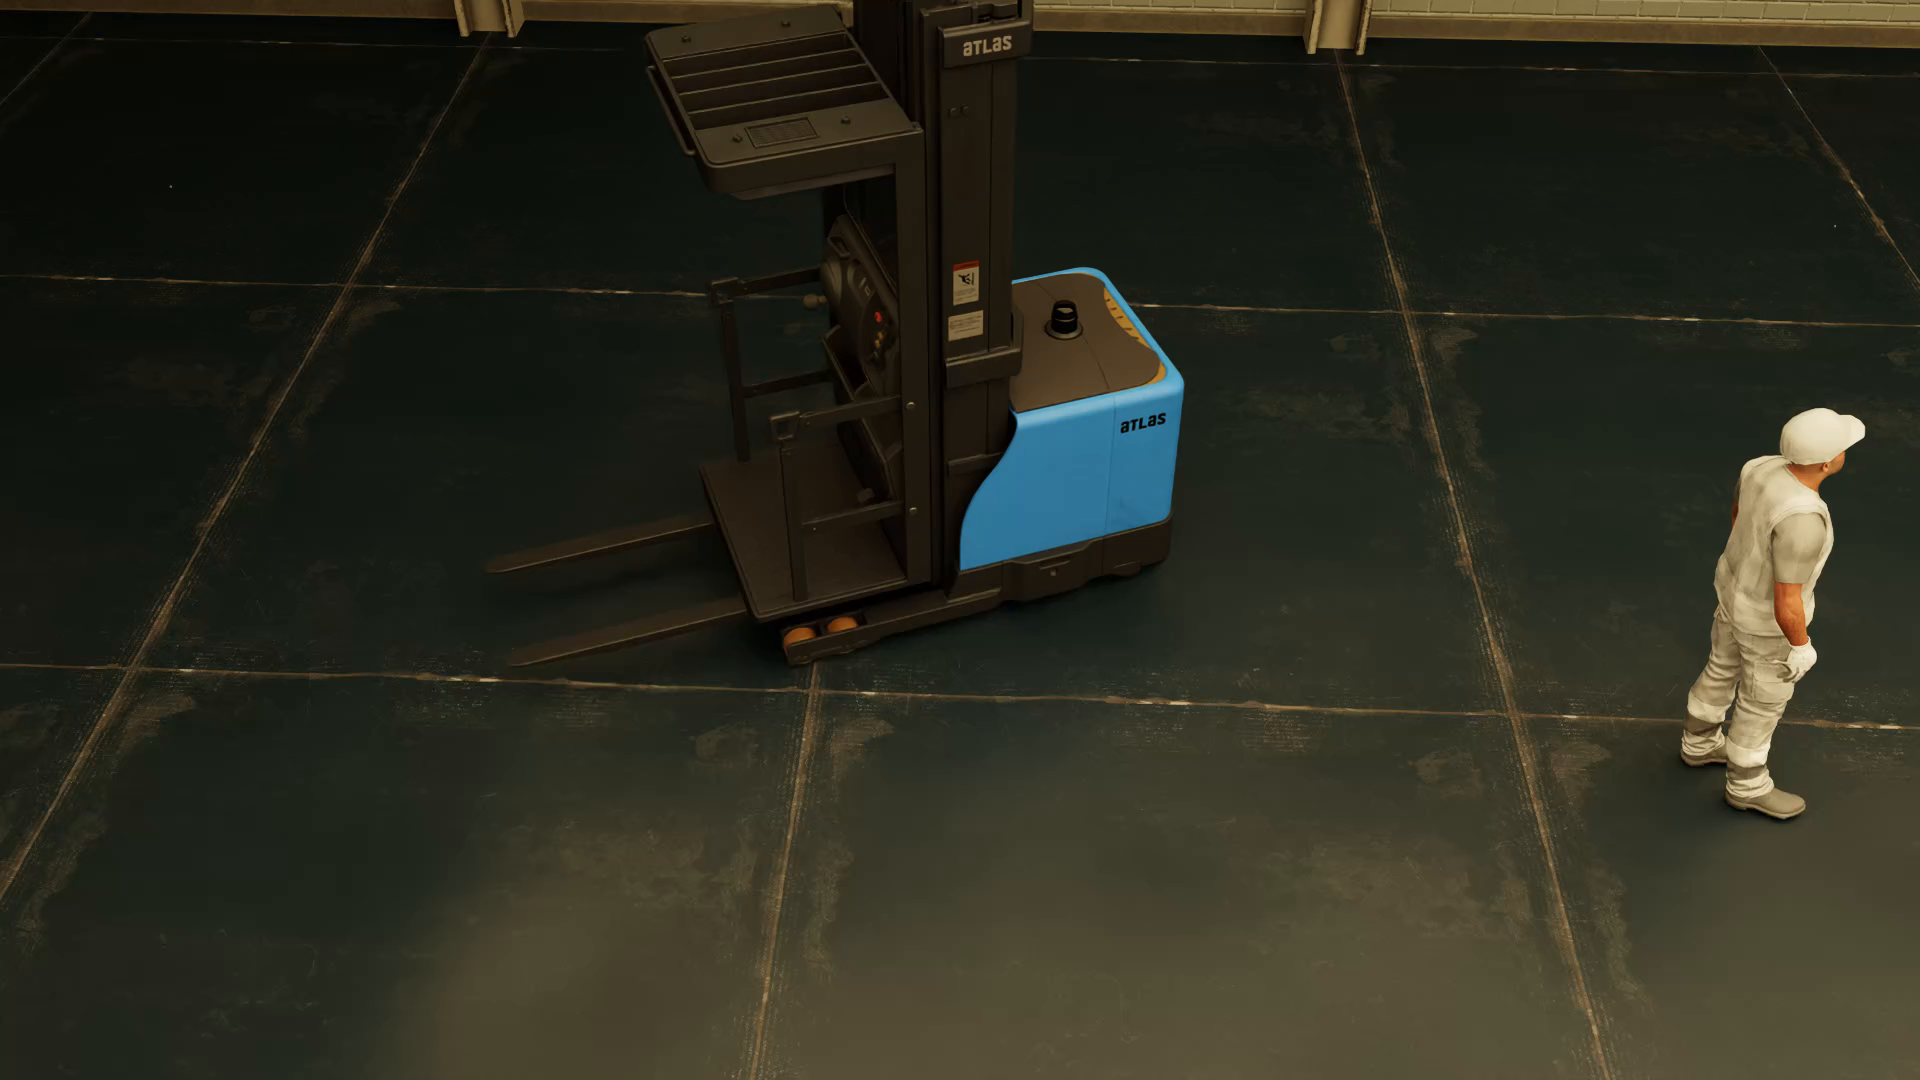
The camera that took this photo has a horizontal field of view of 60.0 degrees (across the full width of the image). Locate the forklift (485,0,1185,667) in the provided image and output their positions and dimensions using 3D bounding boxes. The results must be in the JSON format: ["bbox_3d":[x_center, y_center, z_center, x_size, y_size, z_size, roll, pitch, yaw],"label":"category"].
[{"bbox_3d":[-0.597,-0.940,6.771,3.031,2.935,1.130,-13,44,-14],"label":"forklift"}]

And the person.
[{"bbox_3d":[3.123,0.255,6.299,0.561,1.790,0.638,1,42,1],"label":"person"}]
